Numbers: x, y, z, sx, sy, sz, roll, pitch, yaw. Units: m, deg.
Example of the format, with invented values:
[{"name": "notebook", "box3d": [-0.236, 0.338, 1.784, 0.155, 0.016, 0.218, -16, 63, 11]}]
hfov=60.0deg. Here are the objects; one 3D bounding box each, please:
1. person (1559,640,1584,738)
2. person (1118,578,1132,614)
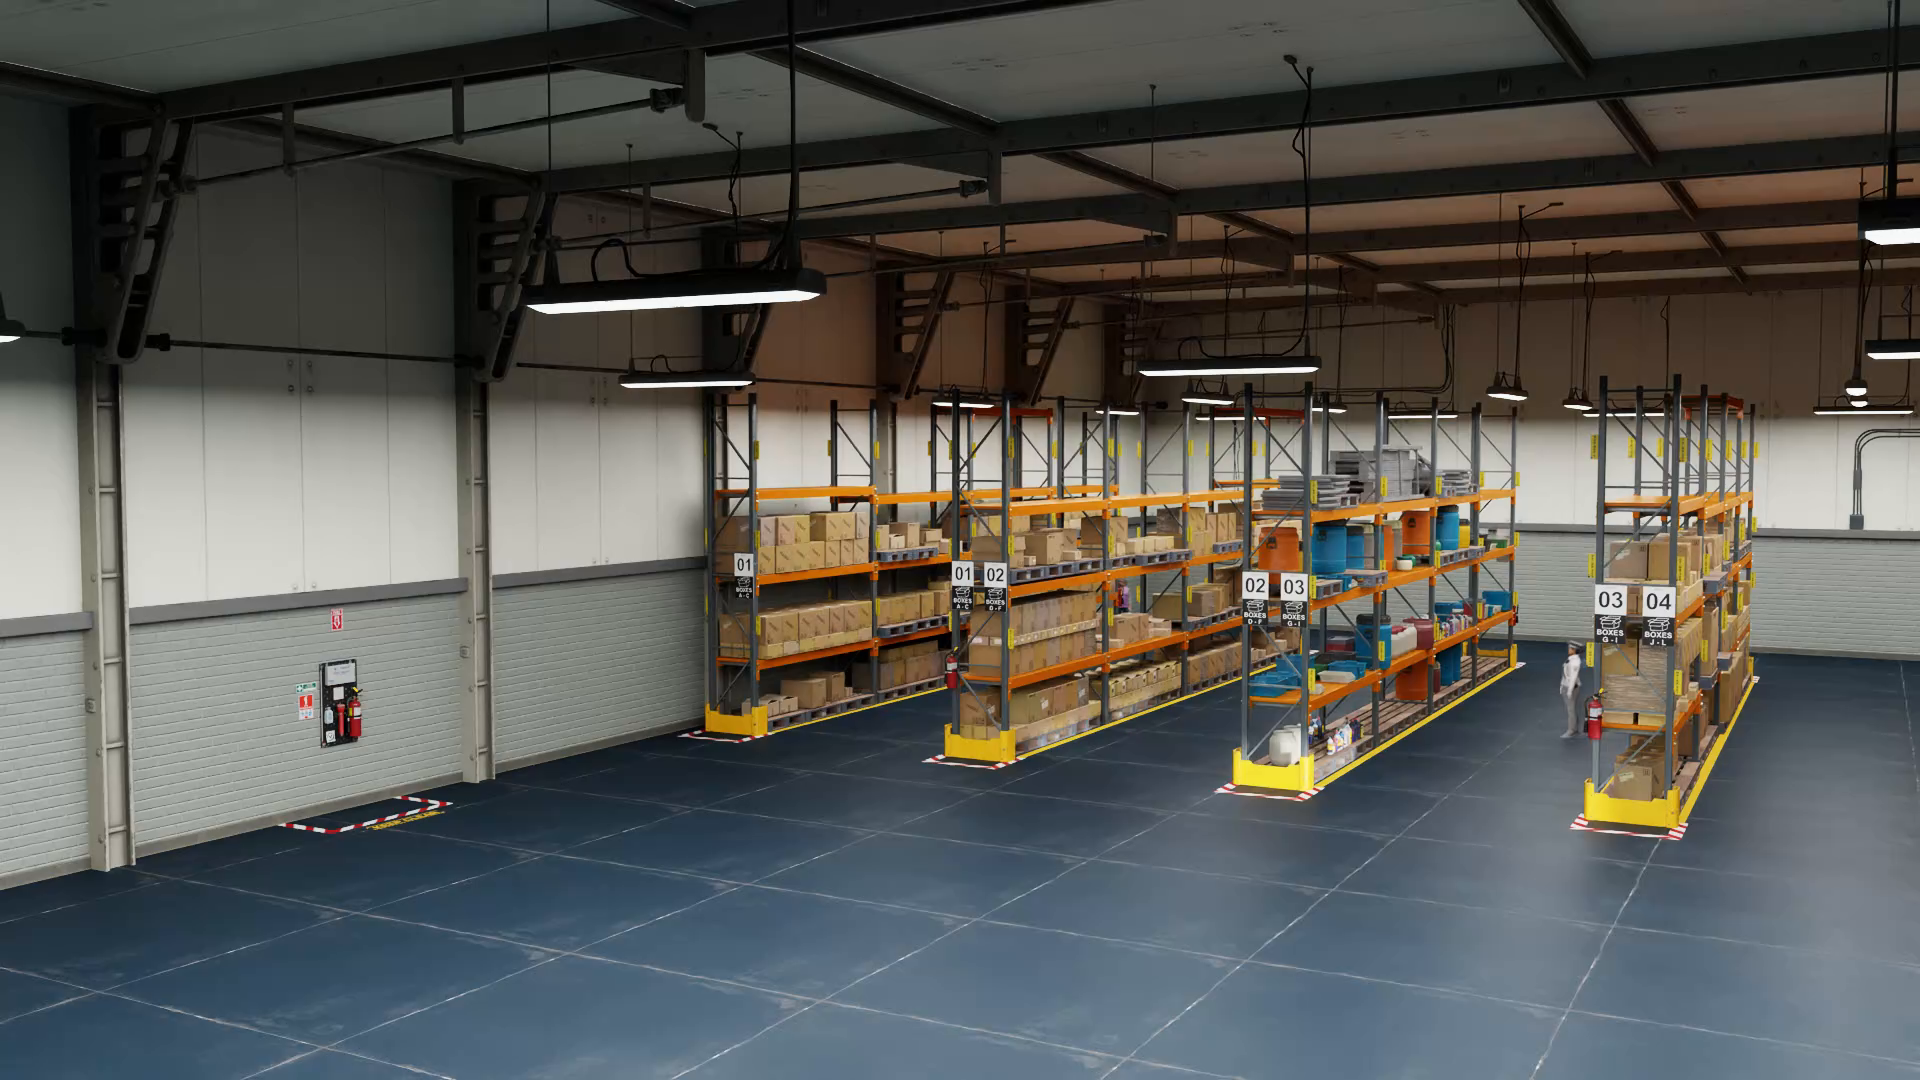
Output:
[{"name": "person", "box3d": [10.671, 2.603, 29.049, 0.468, 1.703, 0.495, 0, 3, -7]}, {"name": "person", "box3d": [4.354, 1.813, 44.306, 0.440, 1.612, 0.322, 0, 3, -1]}]
